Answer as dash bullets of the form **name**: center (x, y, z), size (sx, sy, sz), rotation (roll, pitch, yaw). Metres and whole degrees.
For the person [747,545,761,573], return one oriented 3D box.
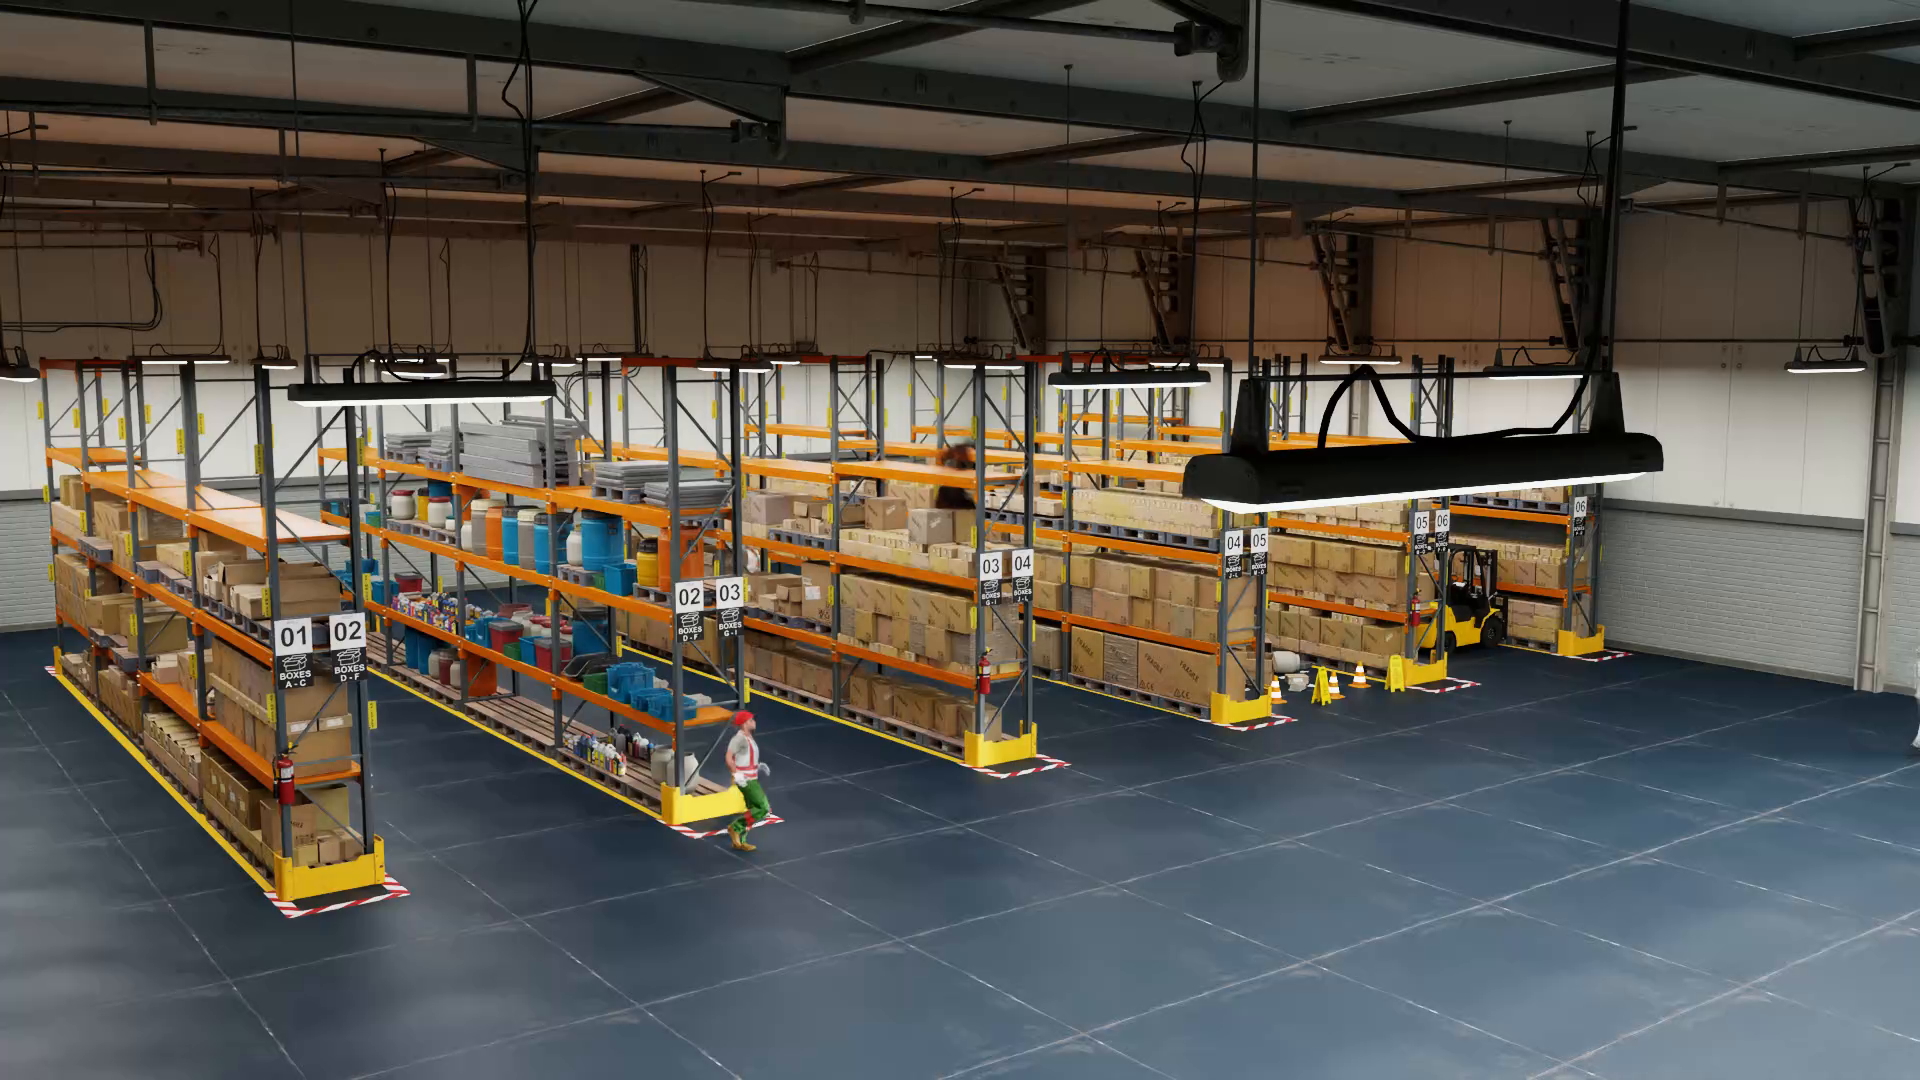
- **person**: center (-4.721, 0.912, 37.842), size (0.676, 1.848, 0.818), rotation (-5, 9, -38)

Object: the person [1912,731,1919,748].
- **person**: center (14.984, 2.433, 25.264), size (0.778, 1.856, 0.638), rotation (1, 7, 6)

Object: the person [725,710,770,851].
- **person**: center (-2.636, 2.988, 20.762), size (0.527, 1.720, 0.711), rotation (0, 7, -3)
